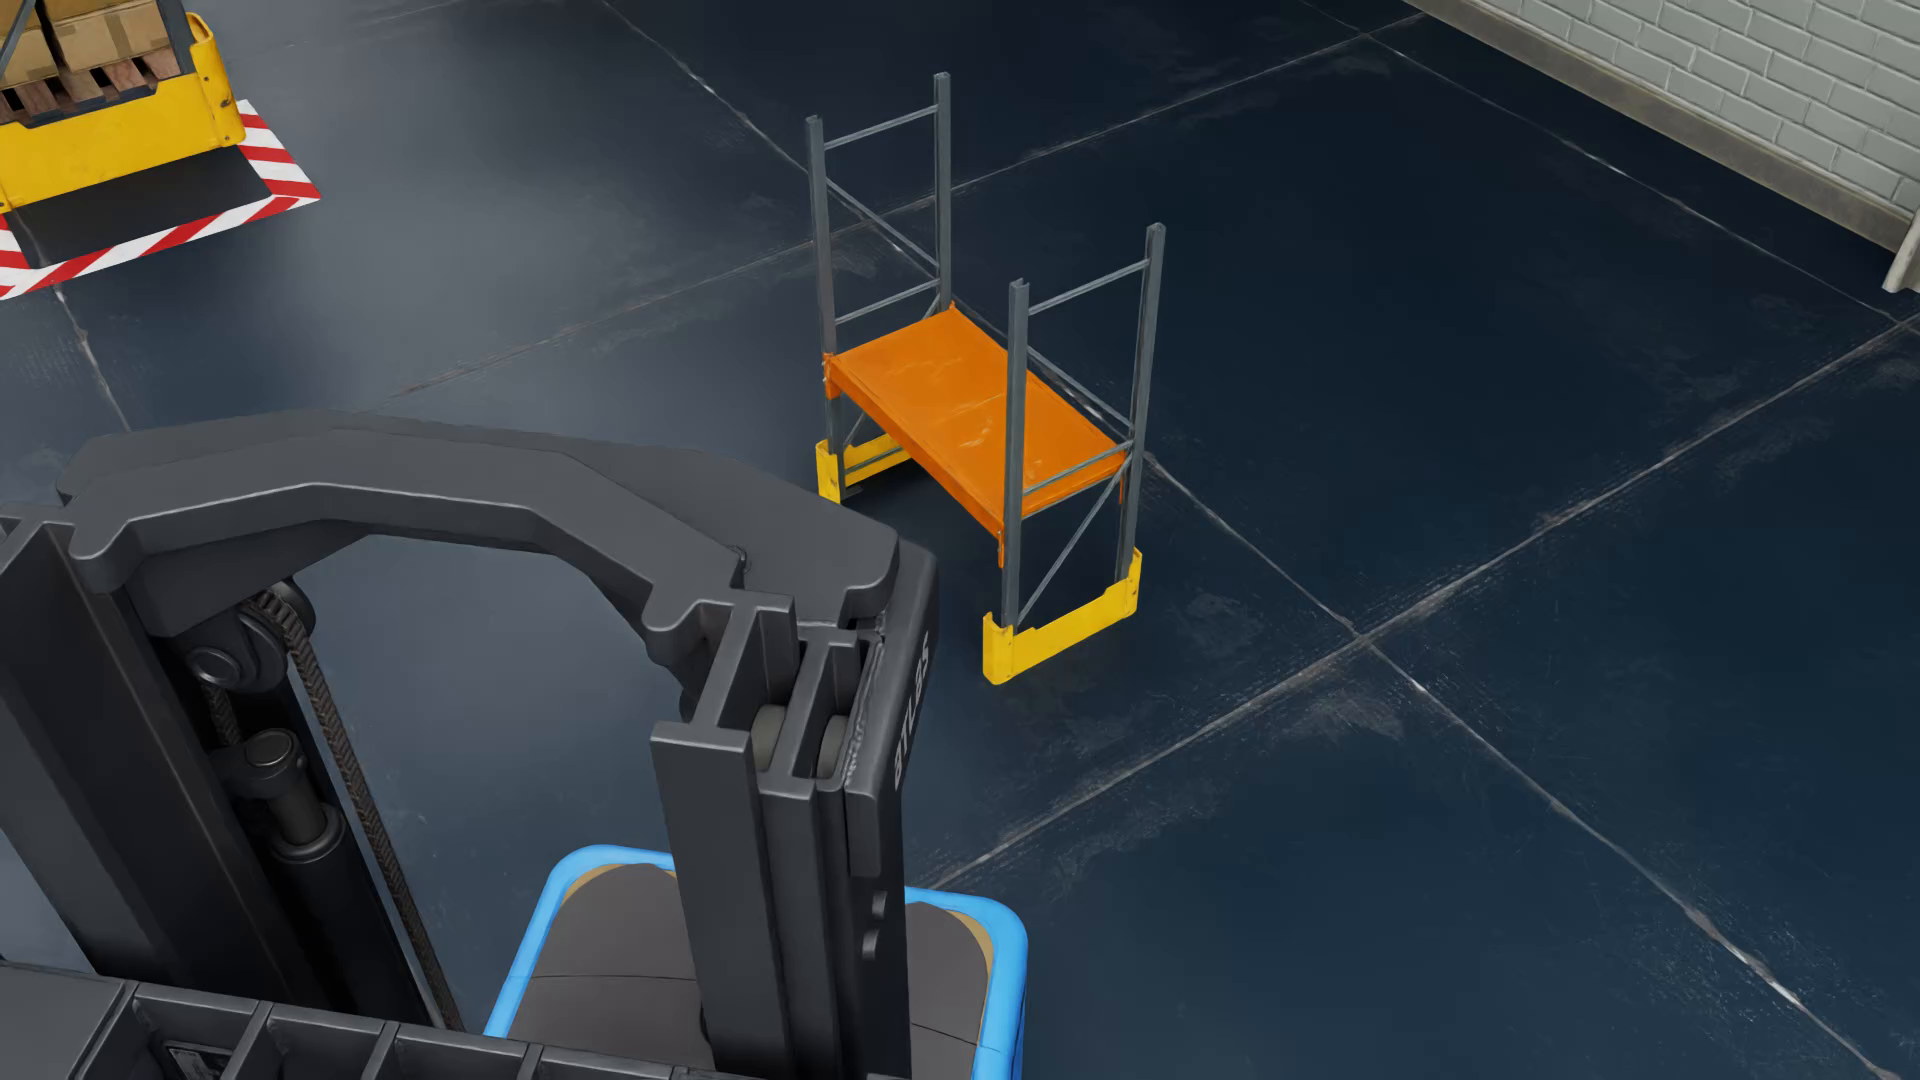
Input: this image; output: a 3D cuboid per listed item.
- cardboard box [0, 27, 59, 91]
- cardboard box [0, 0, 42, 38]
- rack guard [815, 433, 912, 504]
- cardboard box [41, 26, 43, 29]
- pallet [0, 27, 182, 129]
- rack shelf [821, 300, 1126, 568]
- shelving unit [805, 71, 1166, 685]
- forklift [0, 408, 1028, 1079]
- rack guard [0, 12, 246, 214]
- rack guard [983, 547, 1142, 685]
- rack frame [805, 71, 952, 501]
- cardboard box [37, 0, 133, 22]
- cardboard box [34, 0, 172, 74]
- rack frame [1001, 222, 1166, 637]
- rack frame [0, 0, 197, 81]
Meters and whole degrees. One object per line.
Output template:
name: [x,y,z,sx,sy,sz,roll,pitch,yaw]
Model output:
cardboard box: [-4.513,-2.282,7.655,0.500,0.250,0.500,-26,49,-25]
cardboard box: [-4.488,-2.539,7.381,0.500,0.500,0.500,-25,49,-24]
rack guard: [-0.241,-0.329,5.914,0.587,0.250,0.087,-26,49,-24]
cardboard box: [-4.337,-2.775,8.172,0.500,0.250,0.500,-24,49,-23]
pallet: [-4.295,-2.268,7.973,1.003,0.211,1.213,-26,49,-24]
rack shelf: [0.049,-0.364,5.306,0.538,0.185,1.000,-26,49,-24]
shelving unit: [0.044,-0.499,5.187,0.587,1.500,1.083,-26,49,-24]
forklift: [-0.597,1.413,2.148,1.130,2.935,3.031,7,44,7]
rack guard: [-3.860,-1.898,7.377,1.175,0.500,0.348,-26,49,-24]
rack guard: [0.329,0.235,5.323,0.587,0.250,0.087,-26,49,-24]
rack frame: [-0.242,-0.782,5.483,0.500,1.500,0.032,-26,49,-24]
cardboard box: [-4.065,-2.767,7.621,0.500,0.500,0.500,-27,50,-26]
cardboard box: [-4.051,-2.483,7.866,0.500,0.250,0.500,-26,49,-25]
rack frame: [0.340,-0.206,4.880,0.500,1.500,0.032,-26,49,-24]
rack frame: [-3.816,-2.760,6.468,1.000,3.000,0.127,-26,49,-24]
